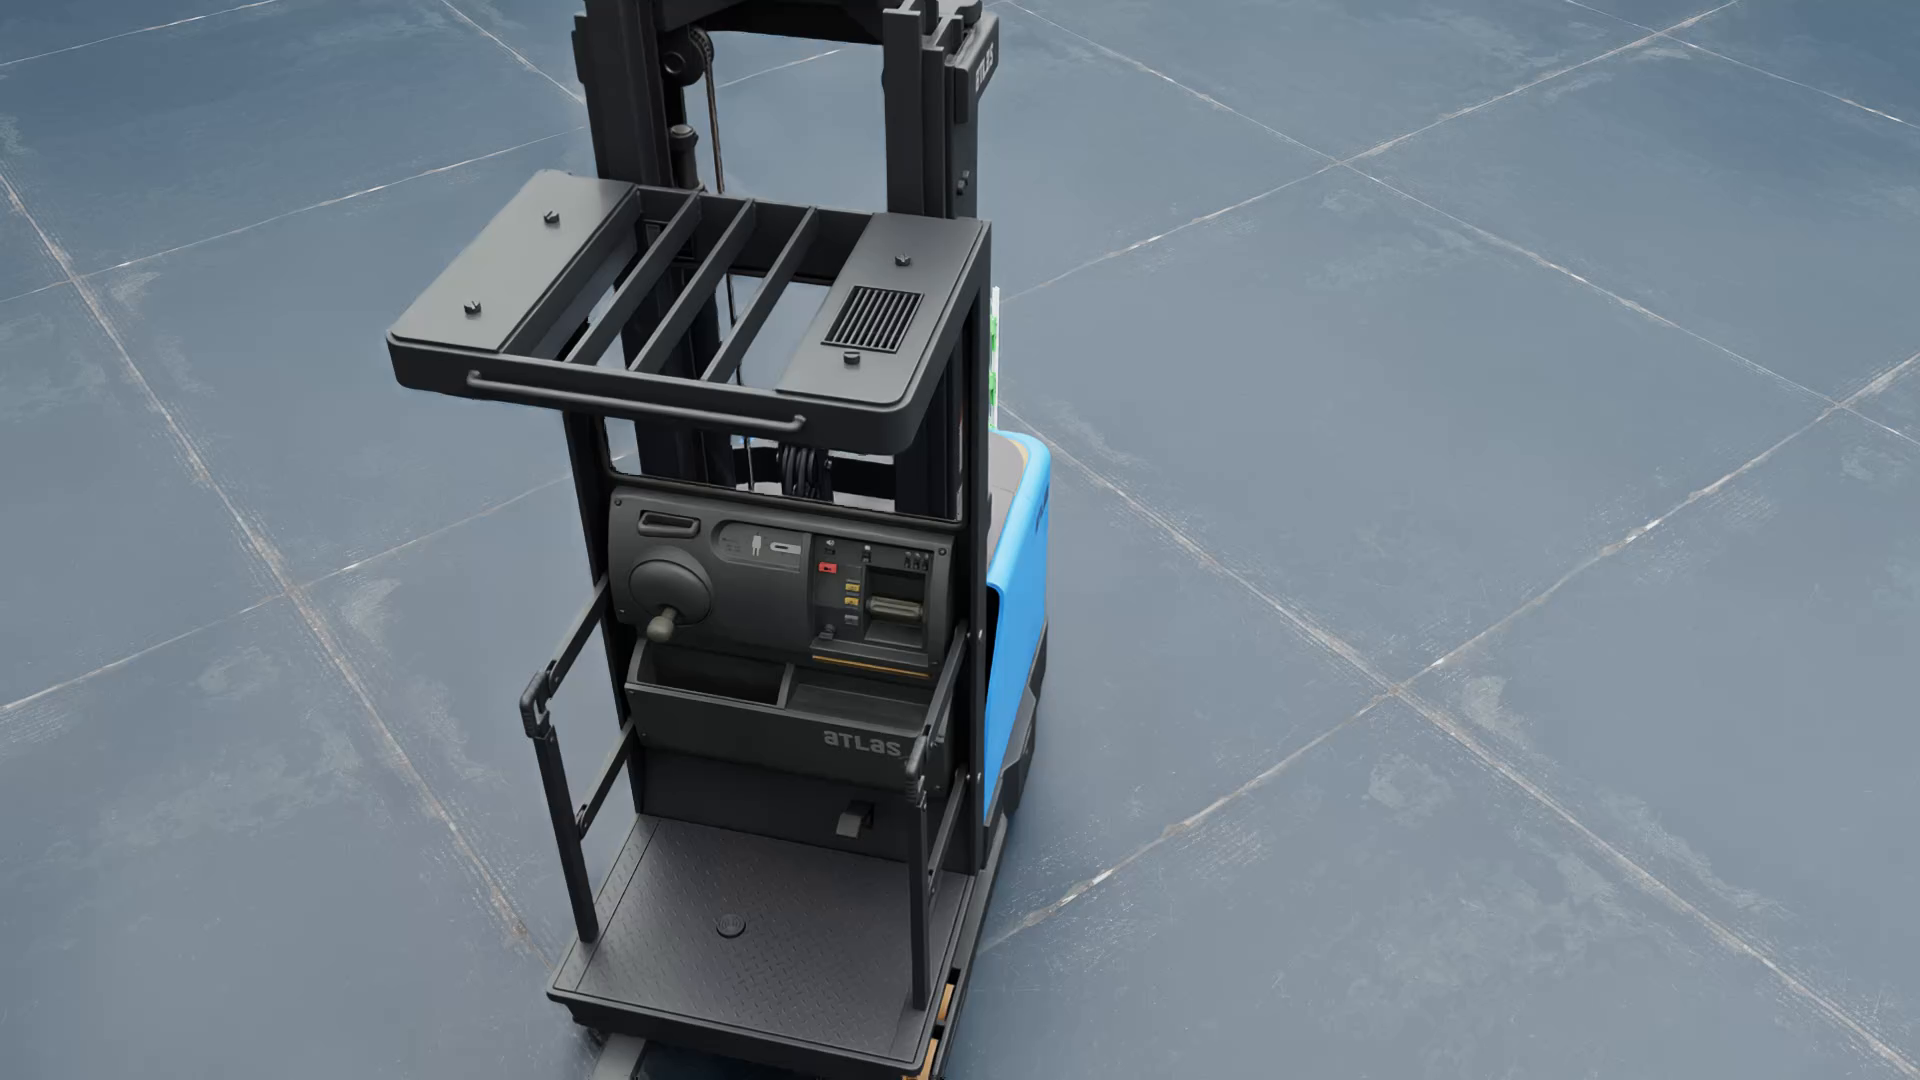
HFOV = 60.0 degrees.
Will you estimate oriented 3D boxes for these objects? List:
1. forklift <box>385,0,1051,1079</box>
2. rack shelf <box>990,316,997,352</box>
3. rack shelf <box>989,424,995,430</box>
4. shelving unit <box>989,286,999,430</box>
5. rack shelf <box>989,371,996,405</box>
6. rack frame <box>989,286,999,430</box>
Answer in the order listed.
[{"bbox_3d":[-0.527,0.192,4.204,1.130,2.935,3.031,9,40,10],"label":"forklift"},{"bbox_3d":[-0.131,-0.722,6.028,0.480,0.148,0.258,-26,46,-28],"label":"rack shelf"},{"bbox_3d":[-0.131,-0.351,6.332,0.480,0.148,0.258,-26,46,-28],"label":"rack shelf"},{"bbox_3d":[-0.131,-0.400,6.291,0.503,1.200,0.258,-26,46,-28],"label":"shelving unit"},{"bbox_3d":[-0.131,-0.536,6.180,0.480,0.148,0.258,-26,46,-28],"label":"rack shelf"},{"bbox_3d":[0.062,-0.494,6.406,0.015,1.200,0.240,-26,46,-28],"label":"rack frame"}]
